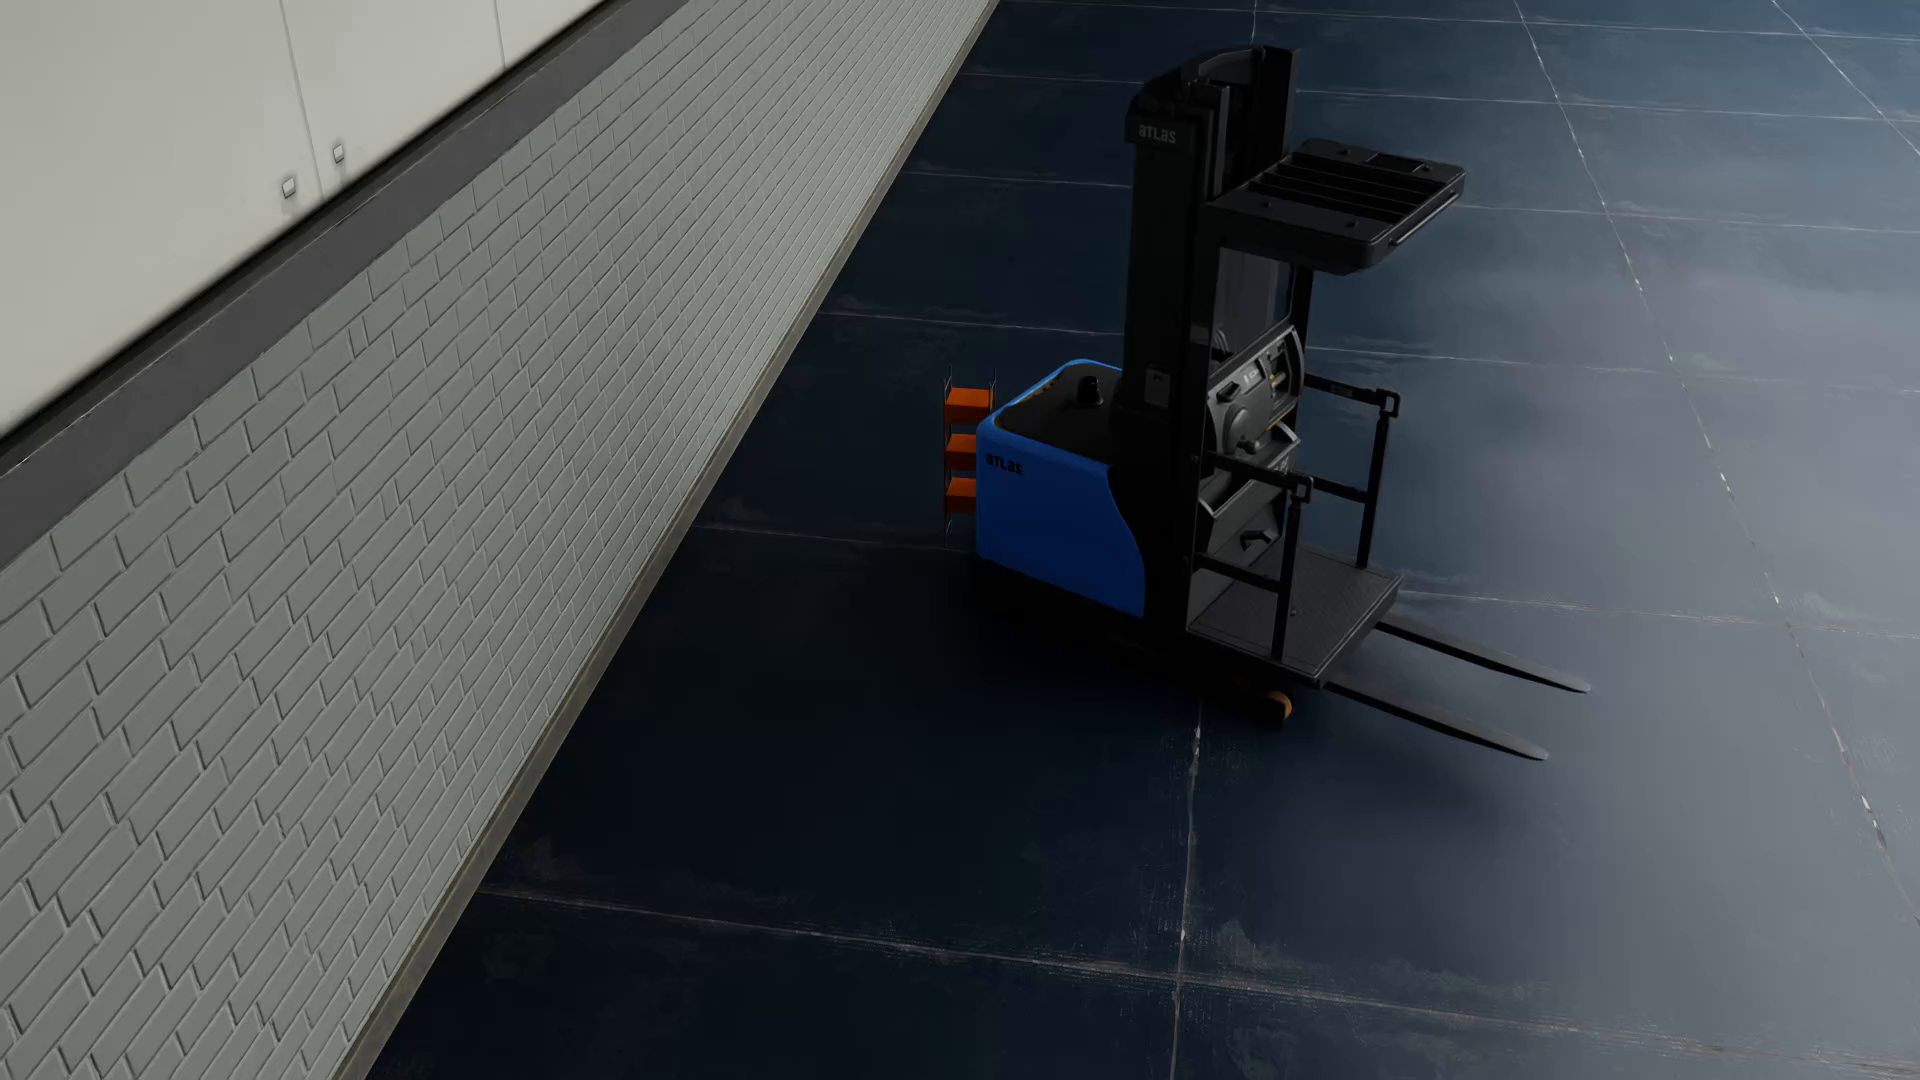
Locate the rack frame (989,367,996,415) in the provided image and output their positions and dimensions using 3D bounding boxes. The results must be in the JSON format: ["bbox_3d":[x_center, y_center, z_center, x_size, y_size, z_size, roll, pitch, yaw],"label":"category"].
[{"bbox_3d":[0.173,-0.429,9.120,0.008,1.050,0.200,5,32,8],"label":"rack frame"}]

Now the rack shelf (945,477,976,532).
[{"bbox_3d":[0.053,-0.196,9.291,0.240,0.259,0.215,5,32,8],"label":"rack shelf"}]

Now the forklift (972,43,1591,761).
[{"bbox_3d":[1.566,-0.674,7.738,3.031,2.935,1.130,20,37,29],"label":"forklift"}]

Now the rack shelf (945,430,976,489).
[{"bbox_3d":[0.053,-0.431,9.143,0.240,0.259,0.215,5,32,8],"label":"rack shelf"}]

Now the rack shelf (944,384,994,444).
[{"bbox_3d":[0.053,-0.672,8.993,0.240,0.259,0.215,5,32,8],"label":"rack shelf"}]

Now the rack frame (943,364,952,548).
[{"bbox_3d":[-0.068,-0.451,9.155,0.008,1.050,0.200,5,32,8],"label":"rack frame"}]

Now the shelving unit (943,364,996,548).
[{"bbox_3d":[0.053,-0.440,9.138,0.252,1.050,0.215,5,32,8],"label":"shelving unit"}]
